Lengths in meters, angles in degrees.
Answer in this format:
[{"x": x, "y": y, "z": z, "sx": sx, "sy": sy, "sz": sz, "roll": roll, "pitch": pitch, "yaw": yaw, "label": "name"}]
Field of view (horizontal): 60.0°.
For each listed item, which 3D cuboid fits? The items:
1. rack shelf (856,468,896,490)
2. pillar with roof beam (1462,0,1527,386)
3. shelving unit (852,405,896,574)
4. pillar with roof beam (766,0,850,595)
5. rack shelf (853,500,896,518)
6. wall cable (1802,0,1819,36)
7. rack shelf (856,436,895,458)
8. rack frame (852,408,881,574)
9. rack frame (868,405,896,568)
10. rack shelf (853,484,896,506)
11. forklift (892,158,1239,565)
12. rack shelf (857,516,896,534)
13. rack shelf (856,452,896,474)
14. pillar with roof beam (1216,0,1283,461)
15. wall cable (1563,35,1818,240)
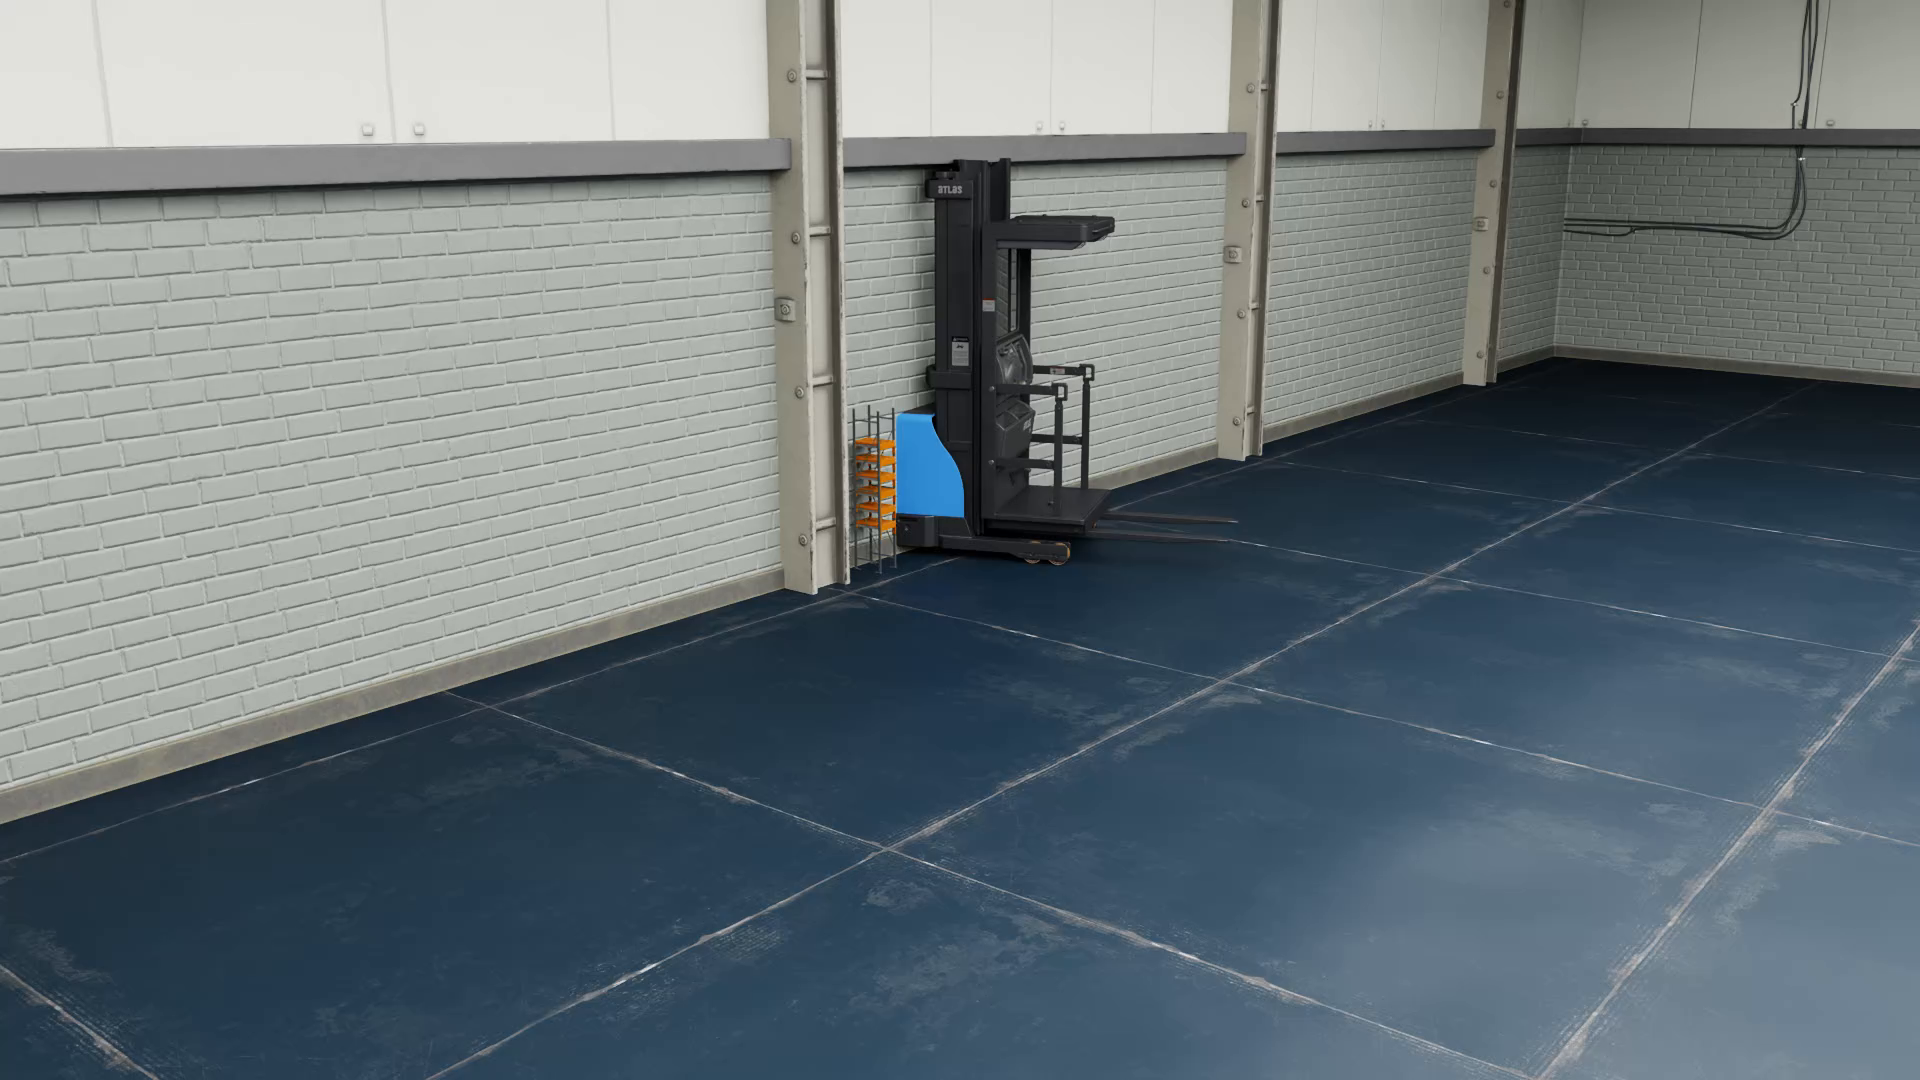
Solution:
[{"x": -0.624, "y": -0.444, "z": 12.125, "sx": 0.258, "sy": 0.103, "sz": 0.180, "roll": 9, "pitch": 17, "yaw": 33, "label": "rack shelf"}, {"x": 9.865, "y": -5.673, "z": 17.176, "sx": 9.100, "sy": 9.000, "sz": 0.400, "roll": 11, "pitch": 18, "yaw": 38, "label": "pillar with roof beam"}, {"x": -0.624, "y": -0.370, "z": 12.144, "sx": 0.258, "sy": 1.200, "sz": 0.189, "roll": 9, "pitch": 17, "yaw": 33, "label": "shelving unit"}, {"x": 2.322, "y": -3.374, "z": 8.129, "sx": 9.100, "sy": 9.000, "sz": 0.400, "roll": 11, "pitch": 18, "yaw": 38, "label": "pillar with roof beam"}, {"x": -0.624, "y": -0.211, "z": 12.184, "sx": 0.258, "sy": 0.103, "sz": 0.180, "roll": 9, "pitch": 17, "yaw": 33, "label": "rack shelf"}, {"x": 11.500, "y": -7.222, "z": 19.326, "sx": 3.097, "sy": 2.526, "sz": 0.112, "roll": 11, "pitch": 18, "yaw": 38, "label": "wall cable"}, {"x": -0.624, "y": -0.676, "z": 12.066, "sx": 0.258, "sy": 0.103, "sz": 0.180, "roll": 9, "pitch": 17, "yaw": 33, "label": "rack shelf"}, {"x": -0.676, "y": -0.352, "z": 12.071, "sx": 0.240, "sy": 1.200, "sz": 0.006, "roll": 9, "pitch": 17, "yaw": 33, "label": "rack frame"}, {"x": -0.573, "y": -0.389, "z": 12.217, "sx": 0.240, "sy": 1.200, "sz": 0.006, "roll": 9, "pitch": 17, "yaw": 33, "label": "rack frame"}, {"x": -0.624, "y": -0.327, "z": 12.155, "sx": 0.258, "sy": 0.103, "sz": 0.180, "roll": 9, "pitch": 17, "yaw": 33, "label": "rack shelf"}, {"x": 0.602, "y": -1.378, "z": 12.596, "sx": 3.031, "sy": 2.935, "sz": 1.130, "roll": 4, "pitch": 15, "yaw": 15, "label": "forklift"}, {"x": -0.624, "y": -0.095, "z": 12.214, "sx": 0.258, "sy": 0.103, "sz": 0.180, "roll": 9, "pitch": 17, "yaw": 33, "label": "rack shelf"}, {"x": -0.624, "y": -0.560, "z": 12.096, "sx": 0.258, "sy": 0.103, "sz": 0.180, "roll": 9, "pitch": 17, "yaw": 33, "label": "rack shelf"}, {"x": 6.093, "y": -4.523, "z": 12.653, "sx": 9.100, "sy": 9.000, "sz": 0.400, "roll": 11, "pitch": 18, "yaw": 38, "label": "pillar with roof beam"}, {"x": 9.396, "y": -5.193, "z": 21.596, "sx": 3.097, "sy": 2.526, "sz": 0.112, "roll": 11, "pitch": 18, "yaw": 38, "label": "wall cable"}]
